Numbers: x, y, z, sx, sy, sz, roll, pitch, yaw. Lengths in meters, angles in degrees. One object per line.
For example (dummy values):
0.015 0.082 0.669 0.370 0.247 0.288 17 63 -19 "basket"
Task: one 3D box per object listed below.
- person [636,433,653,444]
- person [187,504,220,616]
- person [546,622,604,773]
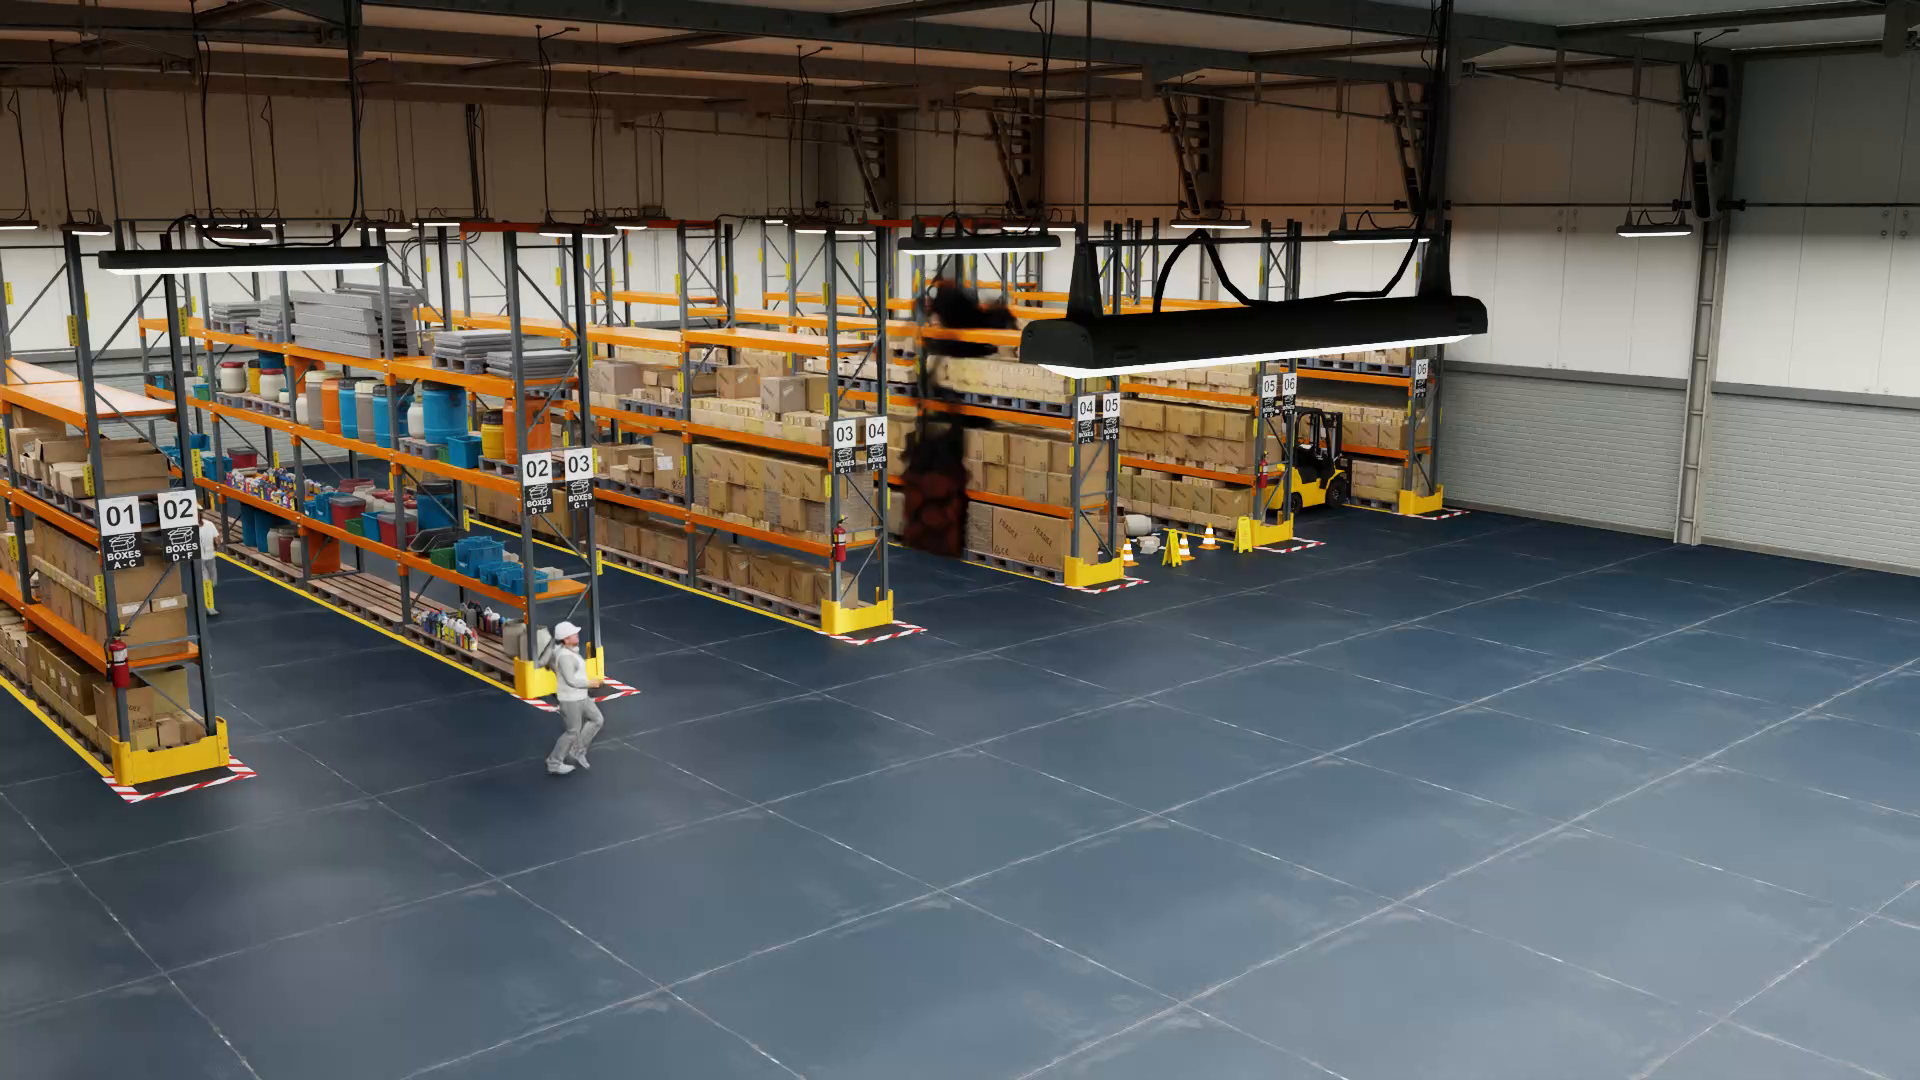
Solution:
-7.747 -2.776 41.213 0.710 1.804 0.745 4 12 20 "person"
-11.910 0.287 26.062 0.846 1.739 0.714 9 14 38 "person"
-4.351 1.767 18.726 0.670 1.767 0.664 -2 12 -12 "person"
